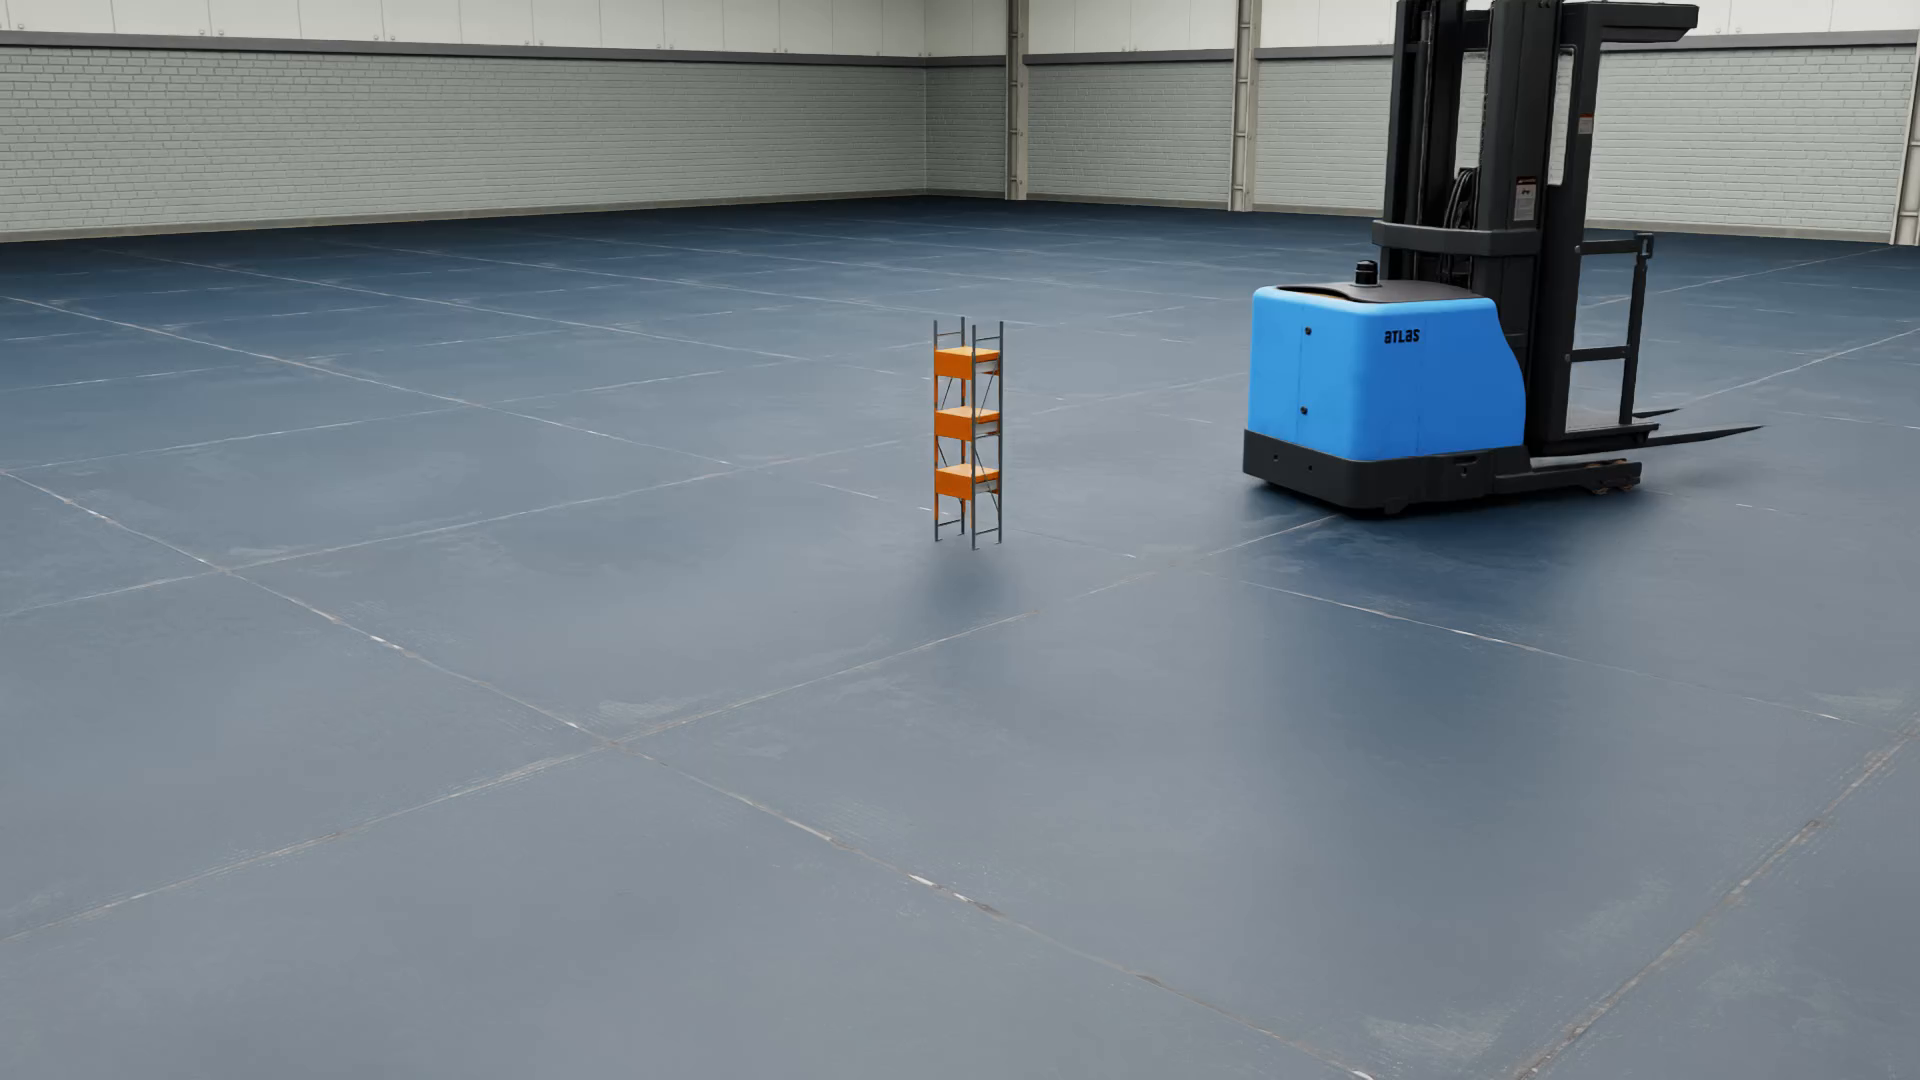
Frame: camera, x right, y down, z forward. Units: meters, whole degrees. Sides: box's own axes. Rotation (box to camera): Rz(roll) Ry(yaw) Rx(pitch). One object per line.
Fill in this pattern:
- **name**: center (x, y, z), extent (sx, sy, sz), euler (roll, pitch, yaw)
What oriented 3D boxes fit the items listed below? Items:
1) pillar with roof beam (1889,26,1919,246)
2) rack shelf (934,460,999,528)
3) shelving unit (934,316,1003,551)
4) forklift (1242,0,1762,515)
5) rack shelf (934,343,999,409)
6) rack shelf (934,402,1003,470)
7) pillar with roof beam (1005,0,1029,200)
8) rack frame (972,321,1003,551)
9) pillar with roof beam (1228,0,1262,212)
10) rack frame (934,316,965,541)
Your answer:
- **pillar with roof beam**: center (11.218, -8.008, 20.818), extent (0.400, 9.000, 9.100), euler (14, 20, 42)
- **rack shelf**: center (0.039, -0.219, 7.837), extent (0.240, 0.259, 0.215), euler (14, 20, 42)
- **shelving unit**: center (0.039, -0.499, 7.764), extent (0.252, 1.050, 0.215), euler (14, 20, 42)
- **forklift**: center (3.101, -1.773, 8.924), extent (3.031, 2.935, 1.130), euler (-7, 16, -24)
- **rack shelf**: center (0.039, -0.763, 7.695), extent (0.240, 0.259, 0.215), euler (14, 20, 42)
- **rack shelf**: center (0.039, -0.488, 7.766), extent (0.240, 0.259, 0.215), euler (14, 20, 42)
- **pillar with roof beam**: center (-1.740, -11.158, 32.908), extent (0.400, 9.000, 9.100), euler (14, 20, 42)
- **rack frame**: center (0.126, -0.477, 7.682), extent (0.008, 1.050, 0.200), euler (14, 20, 42)
- **pillar with roof beam**: center (2.579, -10.108, 28.878), extent (0.400, 9.000, 9.100), euler (14, 20, 42)
- **rack frame**: center (-0.049, -0.520, 7.846), extent (0.008, 1.050, 0.200), euler (14, 20, 42)
